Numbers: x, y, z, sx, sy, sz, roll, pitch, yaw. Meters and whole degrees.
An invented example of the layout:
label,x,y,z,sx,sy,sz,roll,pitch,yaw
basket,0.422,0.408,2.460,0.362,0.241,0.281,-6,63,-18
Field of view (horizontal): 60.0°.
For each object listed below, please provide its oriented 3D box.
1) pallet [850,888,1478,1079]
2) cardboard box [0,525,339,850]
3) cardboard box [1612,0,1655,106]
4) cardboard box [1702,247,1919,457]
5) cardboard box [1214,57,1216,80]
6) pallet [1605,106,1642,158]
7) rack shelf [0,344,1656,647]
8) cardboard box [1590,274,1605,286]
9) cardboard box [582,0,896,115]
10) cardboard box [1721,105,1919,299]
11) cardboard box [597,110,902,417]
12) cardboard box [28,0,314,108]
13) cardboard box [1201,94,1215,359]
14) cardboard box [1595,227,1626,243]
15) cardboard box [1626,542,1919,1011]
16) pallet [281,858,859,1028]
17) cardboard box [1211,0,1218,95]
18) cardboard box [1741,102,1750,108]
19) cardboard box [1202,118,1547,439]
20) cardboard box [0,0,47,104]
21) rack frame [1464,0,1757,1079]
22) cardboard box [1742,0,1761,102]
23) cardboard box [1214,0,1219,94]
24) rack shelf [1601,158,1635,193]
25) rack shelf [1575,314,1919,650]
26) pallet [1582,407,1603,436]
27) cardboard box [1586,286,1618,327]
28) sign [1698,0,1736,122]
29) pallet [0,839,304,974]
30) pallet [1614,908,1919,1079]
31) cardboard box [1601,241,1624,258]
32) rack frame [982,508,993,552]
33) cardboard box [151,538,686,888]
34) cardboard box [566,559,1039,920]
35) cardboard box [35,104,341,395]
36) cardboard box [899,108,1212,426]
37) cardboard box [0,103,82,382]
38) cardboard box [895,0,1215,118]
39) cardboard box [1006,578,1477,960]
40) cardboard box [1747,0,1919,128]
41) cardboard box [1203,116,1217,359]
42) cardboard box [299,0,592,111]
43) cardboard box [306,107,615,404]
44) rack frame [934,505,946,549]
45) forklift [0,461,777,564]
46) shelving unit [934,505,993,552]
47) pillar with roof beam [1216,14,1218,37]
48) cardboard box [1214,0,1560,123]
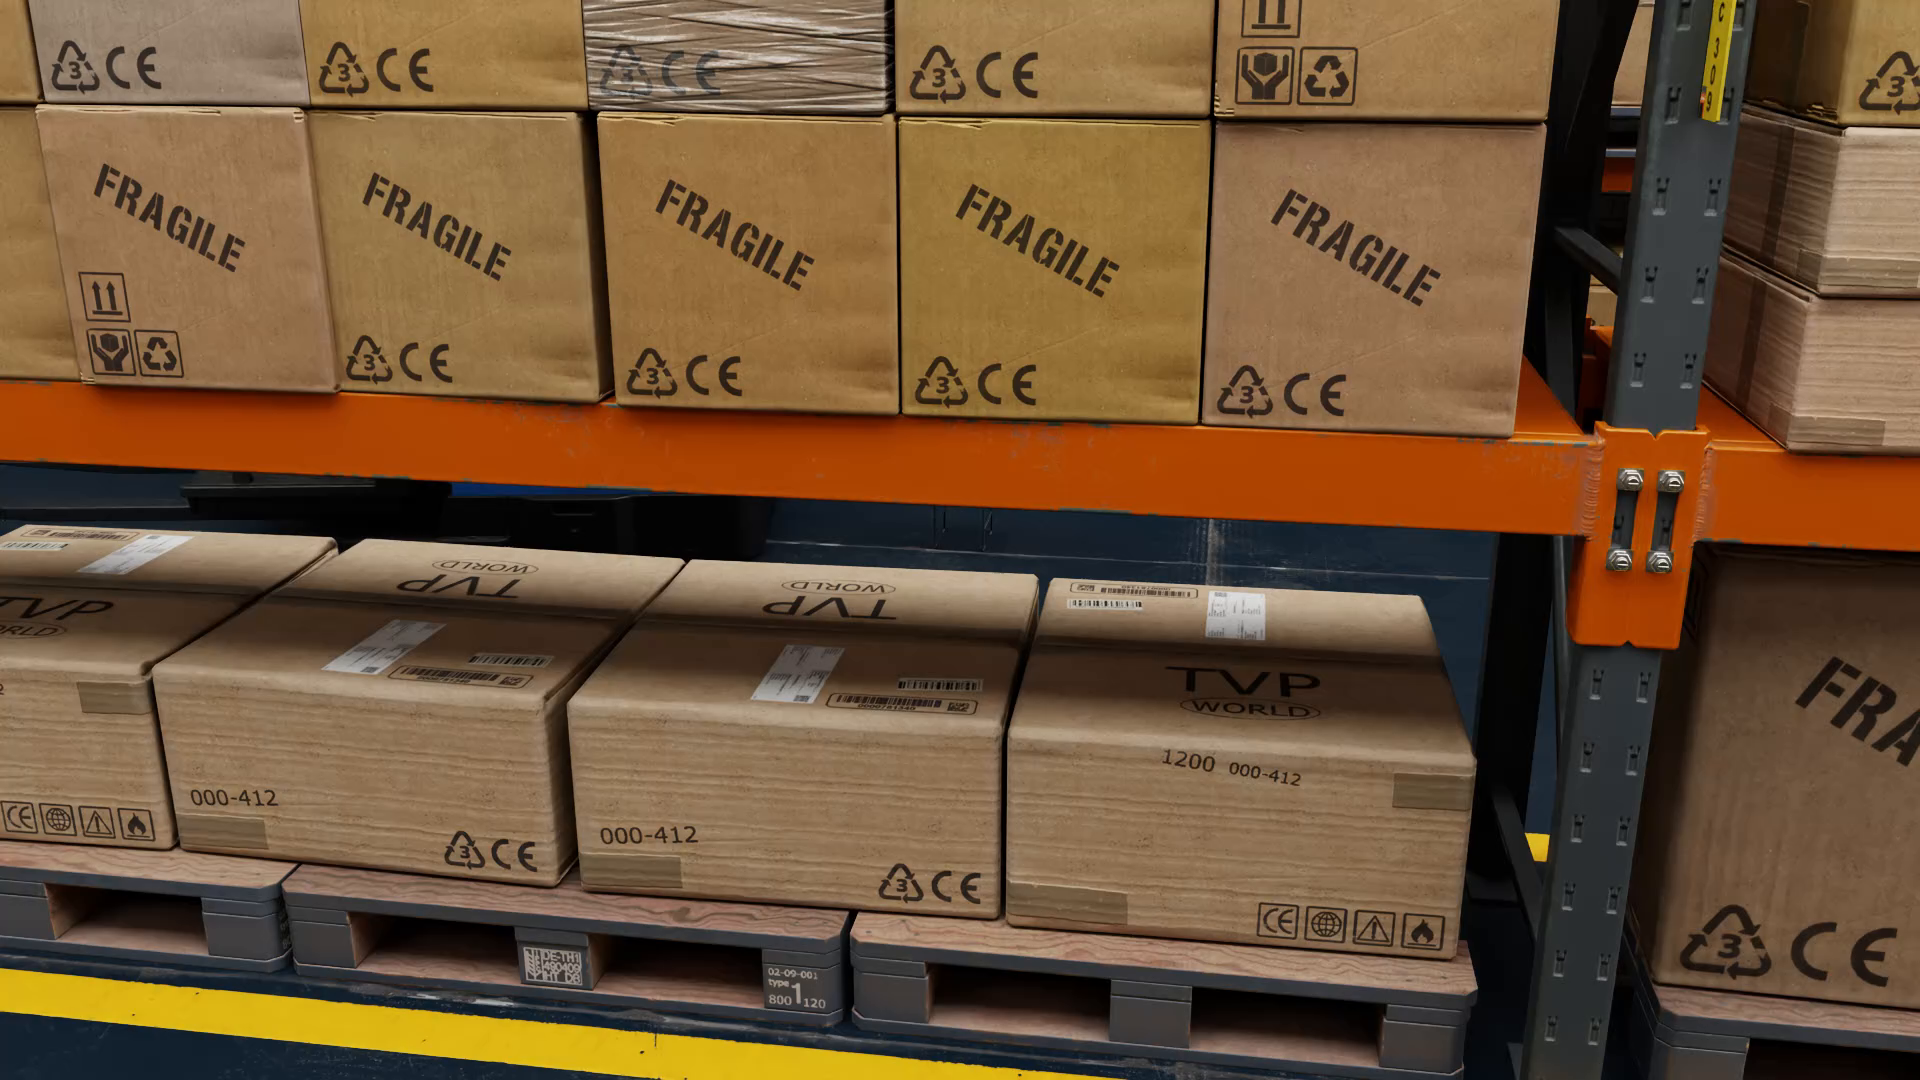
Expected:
label,x,y,z,sx,sy,sz,roll,pitch,yaw
pallet,0.450,0.761,3.697,1.213,0.211,1.003,3,19,9
cardboard box,-2.093,0.317,4.003,0.875,0.438,0.875,2,19,7
cardboard box,2.926,-2.180,7.273,0.500,0.500,0.700,3,19,9
cardboard box,1.581,-0.323,2.778,0.500,0.250,0.500,2,19,7
cardboard box,0.934,-2.094,7.602,0.500,0.250,0.500,3,19,9
pallet,2.744,-1.889,7.523,1.213,0.211,1.003,3,19,9
rack shelf,-0.786,-0.258,3.482,4.000,0.370,1.077,3,19,9
cardboard box,2.825,-1.275,7.642,0.250,0.149,0.380,2,19,6
cardboard box,-0.325,-1.009,2.857,0.500,0.500,0.500,3,19,9
cardboard box,1.578,-0.554,2.681,0.500,0.250,0.500,2,19,7
cardboard box,-0.317,-0.535,3.016,0.500,0.500,0.500,3,19,8
cardboard box,-1.311,-1.061,3.014,0.500,0.500,0.500,3,19,8
cardboard box,0.271,-0.679,3.446,0.500,0.500,0.500,3,19,9
cardboard box,3.140,-1.422,8.080,0.250,0.149,0.380,2,19,6
cardboard box,1.814,0.316,3.319,0.875,0.875,0.875,4,19,10
pallet,-0.758,0.700,3.878,1.213,0.211,1.003,3,19,9
cardboard box,0.259,-1.148,3.273,0.500,0.500,0.500,3,19,8
cardboard box,1.663,-0.719,3.173,0.500,0.250,0.500,3,19,9
cardboard box,0.690,-0.490,2.882,0.500,0.500,0.500,3,19,9
cardboard box,-1.821,-1.085,3.084,0.500,0.500,0.500,2,19,7
rack frame,1.189,-0.499,3.067,0.127,3.000,1.000,3,19,9
cardboard box,1.670,-1.077,3.060,0.500,0.500,0.500,4,19,10
cardboard box,0.757,-1.120,3.191,0.500,0.500,0.500,3,19,9
rack shelf,3.947,-1.612,7.529,4.000,0.370,1.077,3,19,9
rack shelf,3.163,-0.057,2.880,4.000,0.370,1.077,3,19,9
pallet,2.781,-0.703,8.071,1.213,0.211,1.003,3,19,9
cardboard box,2.942,-0.949,7.691,0.500,0.500,0.500,3,19,8
sign,1.102,-0.773,2.397,0.005,0.325,0.100,3,19,9
pallet,-1.959,0.638,4.064,1.213,0.211,1.003,3,19,9
pallet,1.963,0.839,3.464,1.213,0.211,1.003,3,19,9
cardboard box,3.098,-1.266,7.614,0.250,0.149,0.380,3,19,8
rack frame,0.105,-0.564,6.097,0.006,1.200,0.240,3,19,9
cardboard box,-1.188,0.361,3.873,0.875,0.438,0.875,3,19,10
cardboard box,-0.298,0.407,3.736,0.875,0.438,0.875,2,19,7
cardboard box,-1.329,-0.586,3.169,0.500,0.500,0.500,3,19,8
cardboard box,0.181,-0.514,2.954,0.500,0.500,0.500,2,19,7
cardboard box,-1.828,-0.617,3.262,0.500,0.500,0.500,3,19,8
cardboard box,0.179,-0.986,2.789,0.500,0.500,0.500,3,19,8
cardboard box,0.586,0.452,3.602,0.875,0.438,0.875,3,19,8
cardboard box,1.578,-0.908,2.557,0.500,0.500,0.500,3,19,9
cardboard box,0.767,-0.652,3.367,0.500,0.500,0.500,4,19,10
cardboard box,-0.818,-1.036,2.940,0.500,0.500,0.500,3,19,9
cardboard box,-0.832,-0.566,3.109,0.500,0.500,0.500,4,19,10
rack frame,-0.076,-0.573,6.124,0.006,1.200,0.240,3,19,9
forklift,-2.231,-1.407,5.887,3.031,2.935,1.130,-1,19,-1
shelving unit,0.014,-0.568,6.111,0.189,1.200,0.258,3,19,9
pillar with roof beam,0.745,-3.868,3.681,0.400,9.000,9.100,3,19,9
cardboard box,0.679,-0.958,2.705,0.500,0.500,0.500,3,19,8
